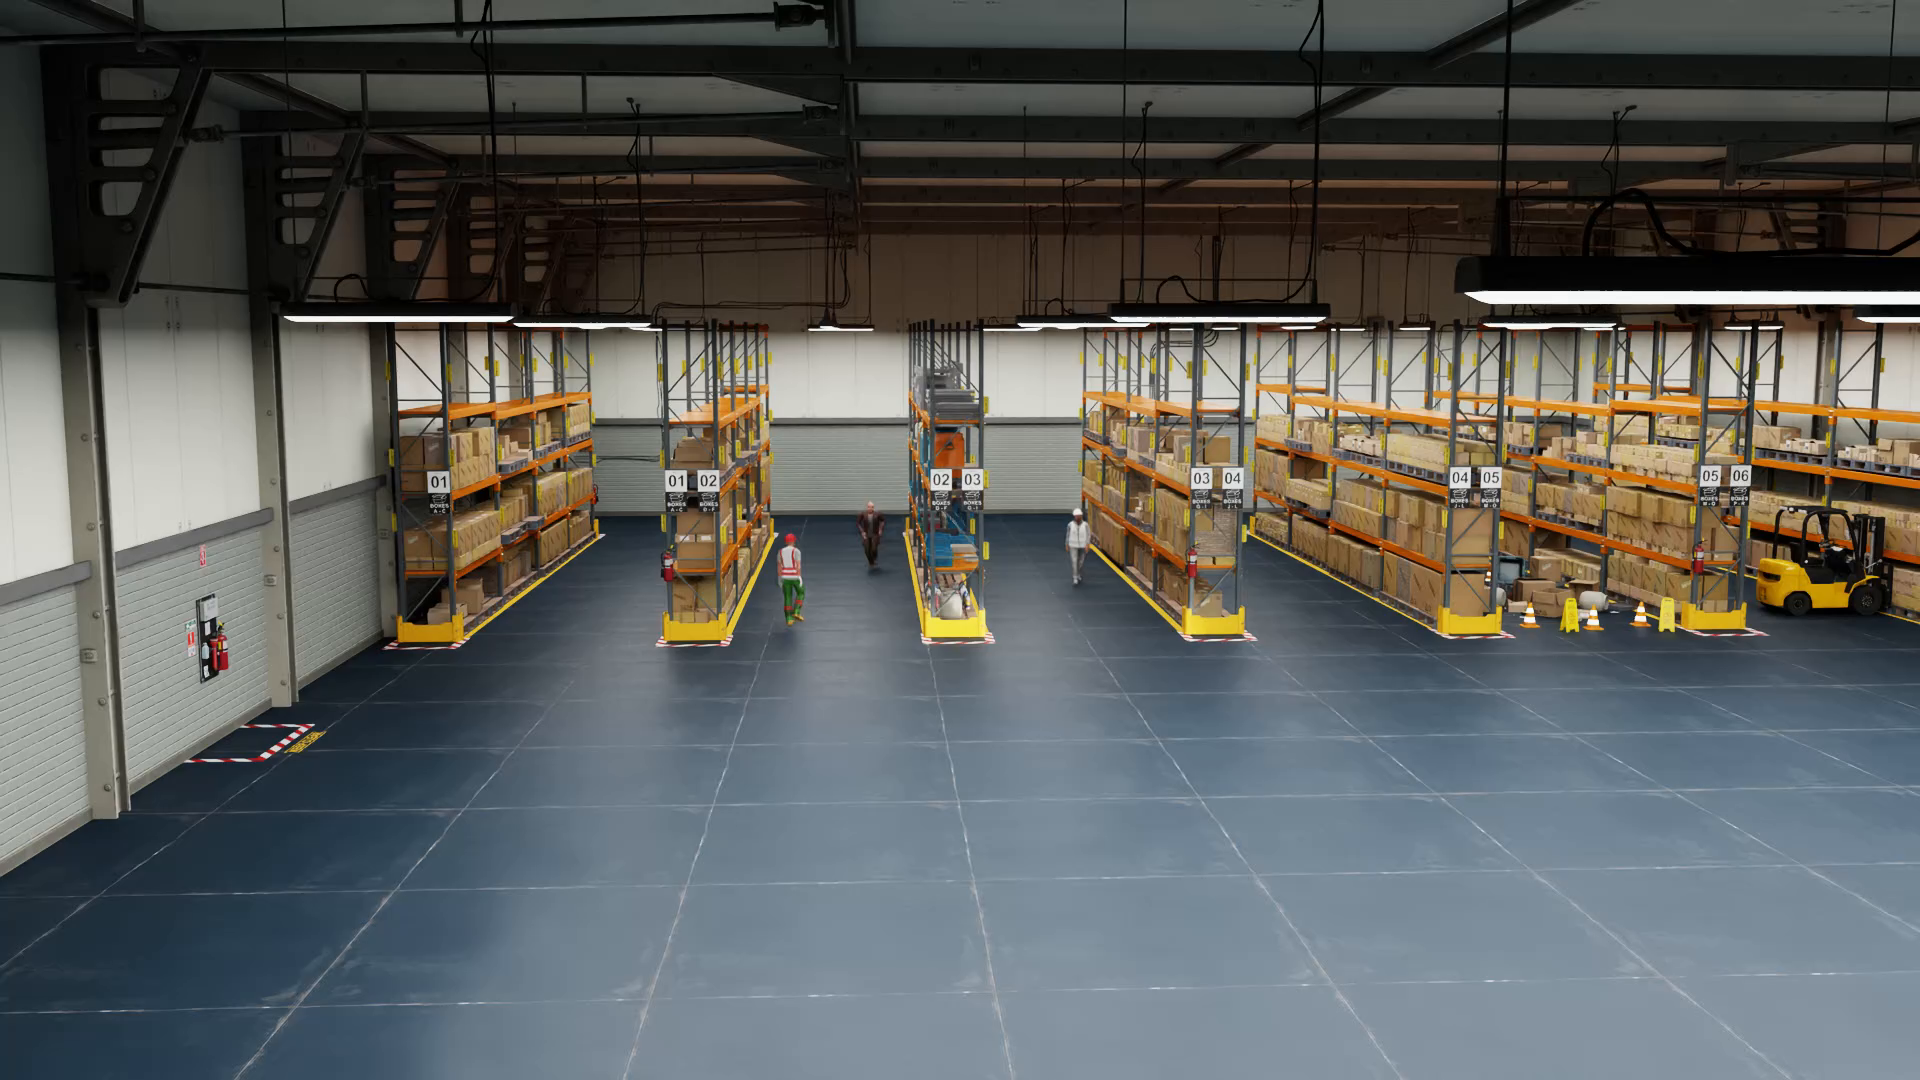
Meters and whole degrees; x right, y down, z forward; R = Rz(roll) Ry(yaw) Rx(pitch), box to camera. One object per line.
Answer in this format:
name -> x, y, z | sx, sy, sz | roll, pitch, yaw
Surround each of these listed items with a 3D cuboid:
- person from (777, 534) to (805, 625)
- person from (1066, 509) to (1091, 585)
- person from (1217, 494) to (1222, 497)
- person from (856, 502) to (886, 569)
person -> -3.355, 0.764, 32.935 | 0.559, 1.768, 0.507 | 1, 7, 11
person -> 2.745, 0.131, 38.219 | 0.527, 1.707, 1.081 | -1, 7, -8
person -> 7.788, -1.406, 50.799 | 0.585, 1.662, 1.005 | 2, 7, 13
person -> -2.172, -0.113, 40.606 | 0.725, 1.680, 0.673 | 1, 7, 5
